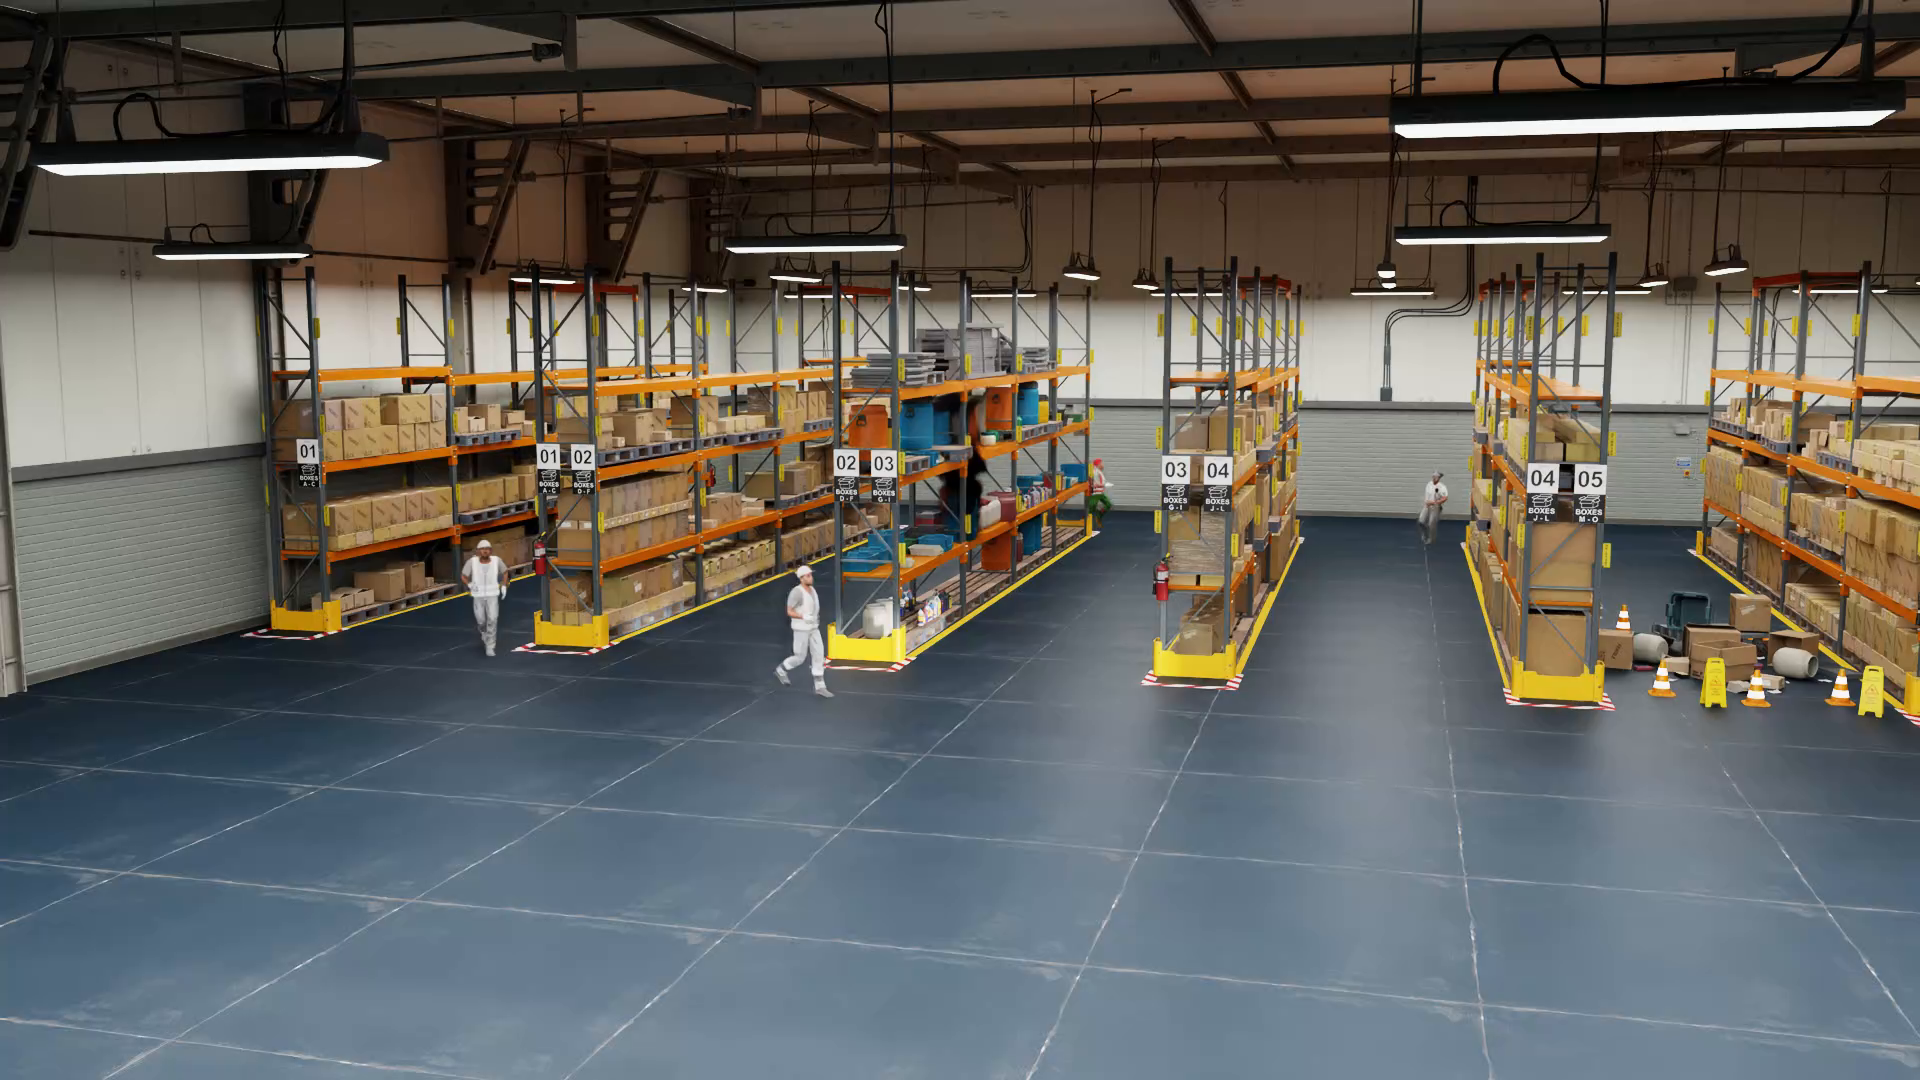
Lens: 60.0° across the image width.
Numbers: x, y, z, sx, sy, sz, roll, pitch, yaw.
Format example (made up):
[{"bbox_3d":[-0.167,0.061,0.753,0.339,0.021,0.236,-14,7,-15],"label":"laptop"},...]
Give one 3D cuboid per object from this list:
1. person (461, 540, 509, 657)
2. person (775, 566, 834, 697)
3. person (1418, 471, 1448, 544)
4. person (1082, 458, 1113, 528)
[{"bbox_3d":[-7.350,0.880,25.769,0.721,1.776,0.767,-2,8,-17],"label":"person"},{"bbox_3d":[-2.141,1.237,22.746,0.968,1.789,0.649,5,9,34],"label":"person"},{"bbox_3d":[10.999,-0.745,38.657,0.575,1.755,0.691,-7,10,-44],"label":"person"},{"bbox_3d":[3.458,-1.171,41.628,0.856,1.749,0.673,3,8,24],"label":"person"}]
